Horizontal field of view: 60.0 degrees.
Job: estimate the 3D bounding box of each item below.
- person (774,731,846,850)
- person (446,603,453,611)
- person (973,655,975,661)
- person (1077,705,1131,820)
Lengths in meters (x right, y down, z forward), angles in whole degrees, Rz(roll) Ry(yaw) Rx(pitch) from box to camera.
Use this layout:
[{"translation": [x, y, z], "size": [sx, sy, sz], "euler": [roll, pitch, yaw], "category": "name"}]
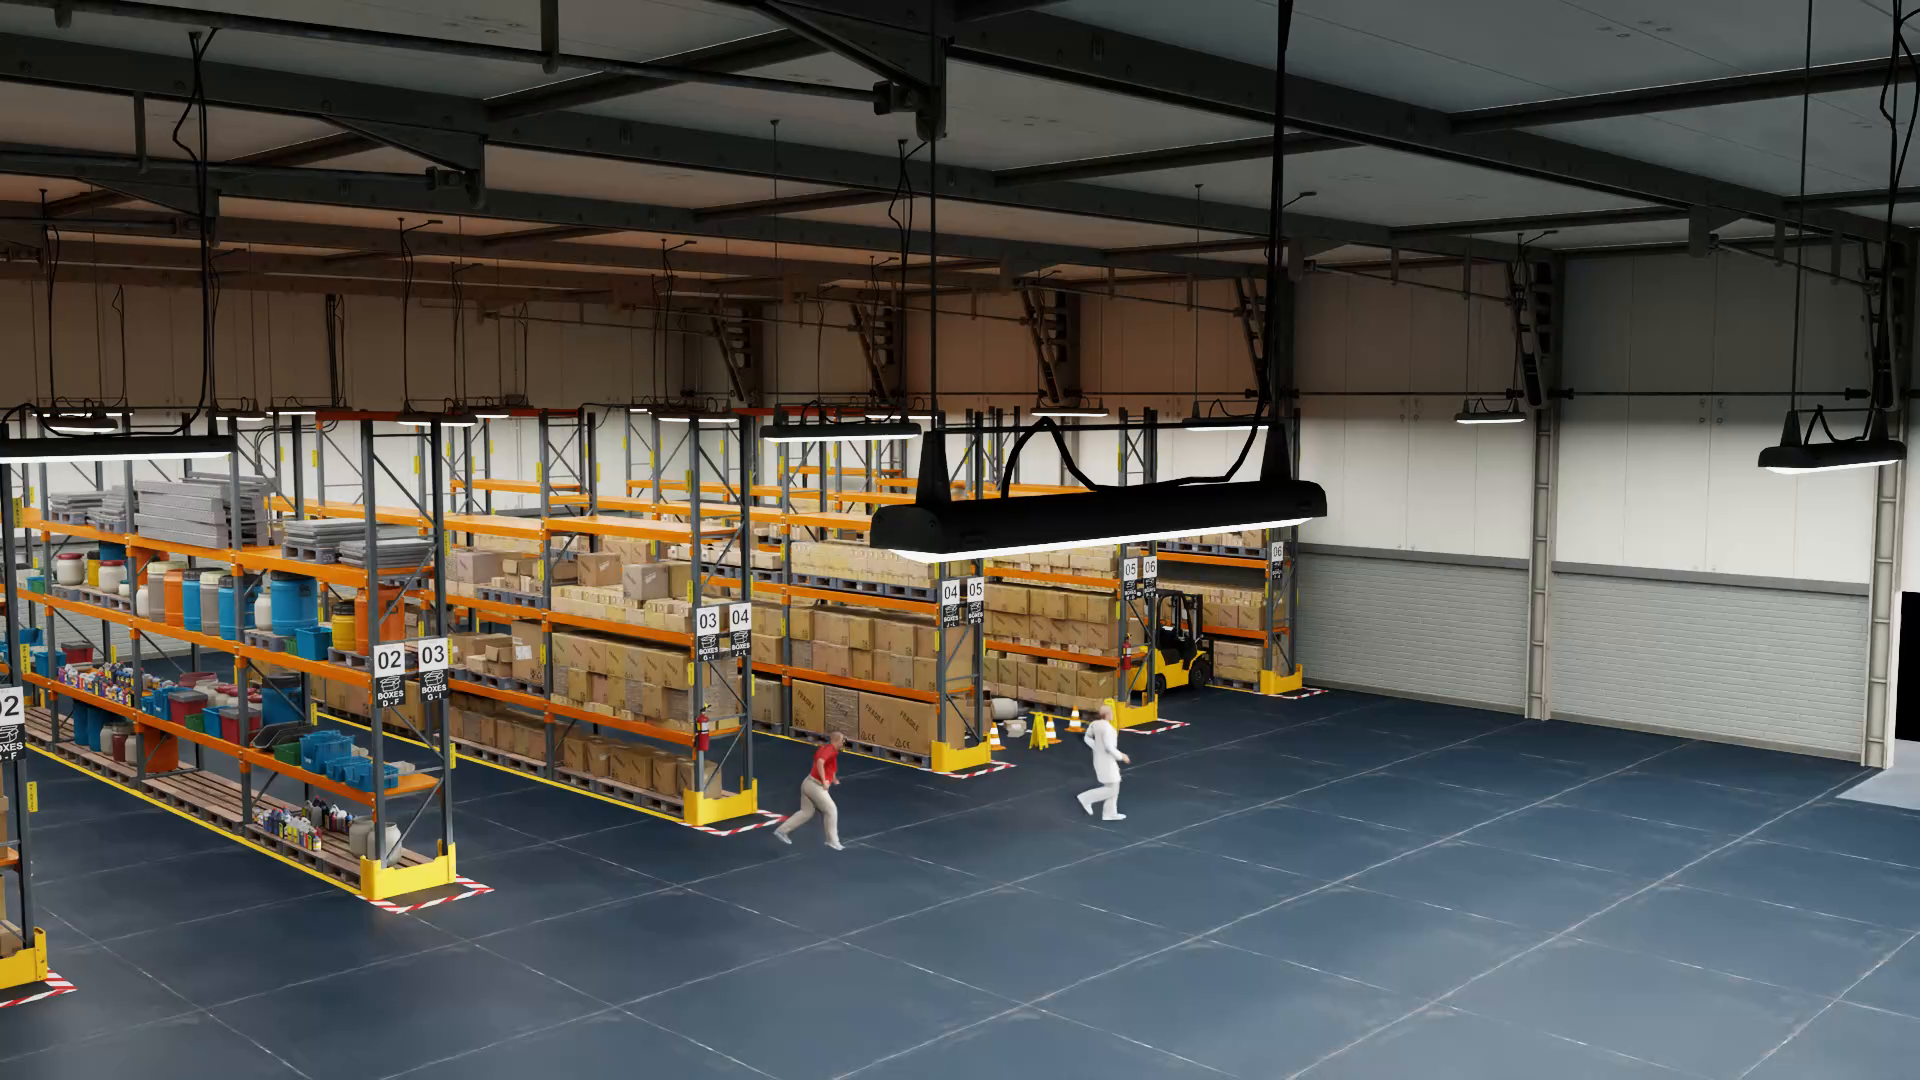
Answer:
[{"translation": [-2.065, 3.505, 22.940], "size": [1.020, 1.699, 0.703], "euler": [-1, 5, -13], "category": "person"}, {"translation": [-12.359, 1.977, 40.219], "size": [0.607, 1.652, 0.842], "euler": [1, 5, 12], "category": "person"}, {"translation": [0.380, 2.272, 37.499], "size": [0.766, 1.502, 0.592], "euler": [3, 6, 33], "category": "person"}, {"translation": [2.078, 3.303, 24.539], "size": [0.806, 1.735, 0.721], "euler": [-2, 5, -17], "category": "person"}]
